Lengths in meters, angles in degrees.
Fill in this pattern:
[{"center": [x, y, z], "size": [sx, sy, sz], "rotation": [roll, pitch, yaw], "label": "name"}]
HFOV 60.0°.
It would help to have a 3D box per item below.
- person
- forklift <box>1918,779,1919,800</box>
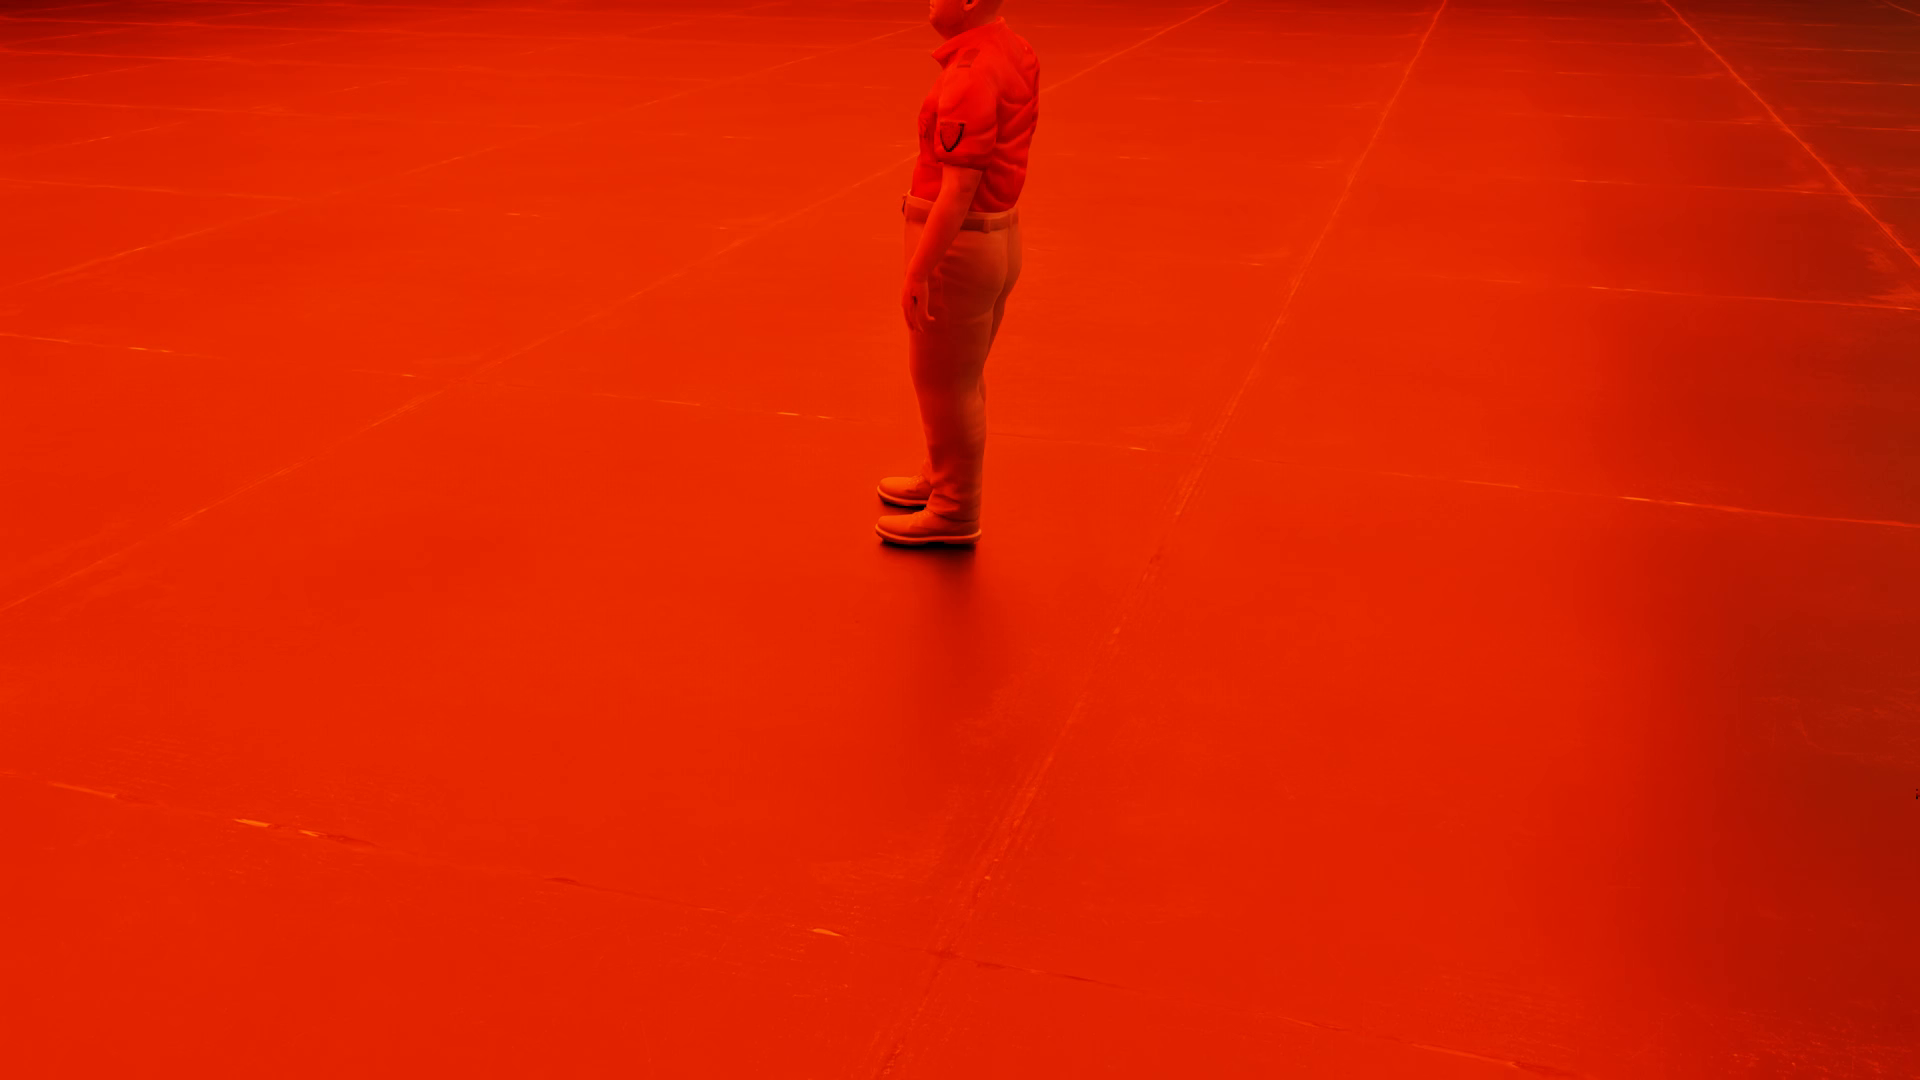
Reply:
[{"center": [-0.082, -0.819, 4.824], "size": [0.551, 1.725, 0.640], "rotation": [7, 23, 16], "label": "person"}, {"center": [3.594, -0.588, 2.704], "size": [3.031, 2.935, 1.130], "rotation": [12, 25, 27], "label": "forklift"}]
